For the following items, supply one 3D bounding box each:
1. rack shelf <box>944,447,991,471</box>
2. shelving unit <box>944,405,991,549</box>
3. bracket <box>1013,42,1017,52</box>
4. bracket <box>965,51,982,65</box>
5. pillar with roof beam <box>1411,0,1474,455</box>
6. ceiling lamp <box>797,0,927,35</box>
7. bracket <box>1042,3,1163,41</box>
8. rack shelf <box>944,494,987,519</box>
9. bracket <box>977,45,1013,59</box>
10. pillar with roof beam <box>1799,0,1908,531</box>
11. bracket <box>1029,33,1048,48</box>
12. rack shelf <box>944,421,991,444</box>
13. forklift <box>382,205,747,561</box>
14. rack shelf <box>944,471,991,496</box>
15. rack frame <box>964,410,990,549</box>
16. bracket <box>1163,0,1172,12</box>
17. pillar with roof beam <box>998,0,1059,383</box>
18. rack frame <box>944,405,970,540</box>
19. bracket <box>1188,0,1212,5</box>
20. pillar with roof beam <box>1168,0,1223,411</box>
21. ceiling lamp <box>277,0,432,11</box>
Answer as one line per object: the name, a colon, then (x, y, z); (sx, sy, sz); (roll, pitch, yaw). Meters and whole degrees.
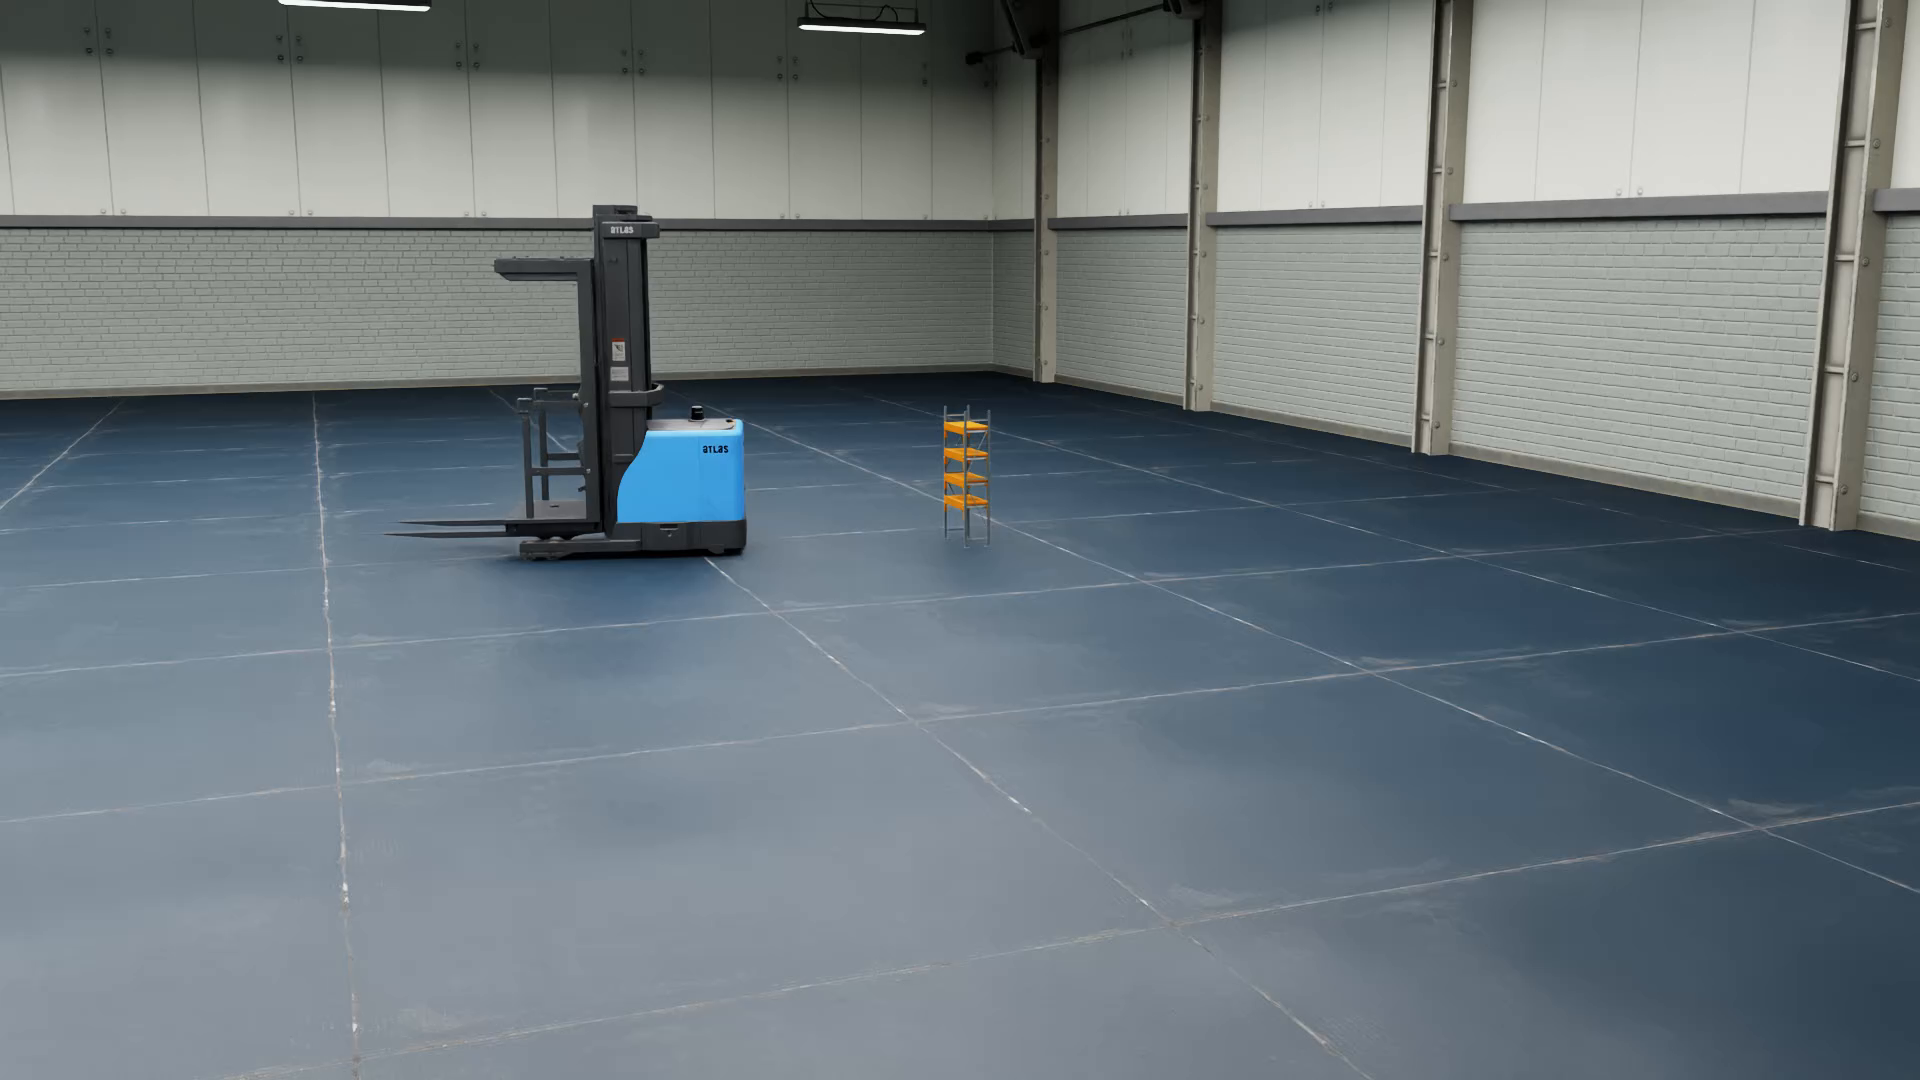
rack shelf: (0.060, -0.718, 14.636); (0.258, 0.148, 0.480); (-4, 11, -21)
shelving unit: (0.060, -0.564, 14.663); (0.258, 1.200, 0.503); (-4, 11, -21)
bracket: (1.149, -9.310, 31.286); (0.235, 0.232, 0.430); (-4, 11, -21)
bracket: (0.291, -9.697, 33.461); (0.235, 0.232, 0.430); (-4, 11, -21)
pillar with roof beam: (1.967, -5.261, 18.800); (9.100, 9.000, 0.400); (-4, 11, -21)
ceiling lamp: (-1.592, -9.421, 25.521); (2.000, 3.185, 0.800); (-4, 11, -21)
bracket: (2.384, -8.754, 28.160); (0.076, 0.066, 4.783); (-4, 11, -21)
rack shelf: (0.060, -0.302, 14.710); (0.258, 0.148, 0.480); (-4, 11, -21)
bracket: (0.505, -9.601, 32.919); (0.076, 0.066, 3.189); (-4, 11, -21)
pillar with roof beam: (4.141, -4.281, 13.294); (9.100, 9.000, 0.400); (-4, 11, -21)
bracket: (1.450, -9.175, 30.525); (0.235, 0.232, 0.430); (-4, 11, -21)
rack shelf: (0.060, -0.951, 14.594); (0.258, 0.148, 0.480); (-4, 11, -21)
forklift: (-3.383, -1.363, 14.216); (3.031, 2.935, 1.130); (-1, 10, -6)
rack shelf: (0.060, -0.497, 14.675); (0.258, 0.148, 0.480); (-4, 11, -21)
rack frame: (0.148, -0.524, 14.439); (0.240, 1.200, 0.015); (-4, 11, -21)
bracket: (3.324, -8.331, 25.781); (0.235, 0.232, 0.430); (-4, 11, -21)
pillar with roof beam: (-2.382, -7.219, 29.811); (9.100, 9.000, 0.548); (-4, 11, -21)
rack frame: (-0.028, -0.604, 14.887); (0.240, 1.200, 0.015); (-4, 11, -21)
bracket: (3.624, -8.195, 25.019); (0.235, 0.232, 0.430); (-4, 11, -21)
pillar with roof beam: (-0.208, -6.240, 24.306); (9.100, 9.000, 0.548); (-4, 11, -21)
ceiling lamp: (-8.434, -8.955, 22.902); (2.000, 3.185, 0.800); (-4, 11, -21)
